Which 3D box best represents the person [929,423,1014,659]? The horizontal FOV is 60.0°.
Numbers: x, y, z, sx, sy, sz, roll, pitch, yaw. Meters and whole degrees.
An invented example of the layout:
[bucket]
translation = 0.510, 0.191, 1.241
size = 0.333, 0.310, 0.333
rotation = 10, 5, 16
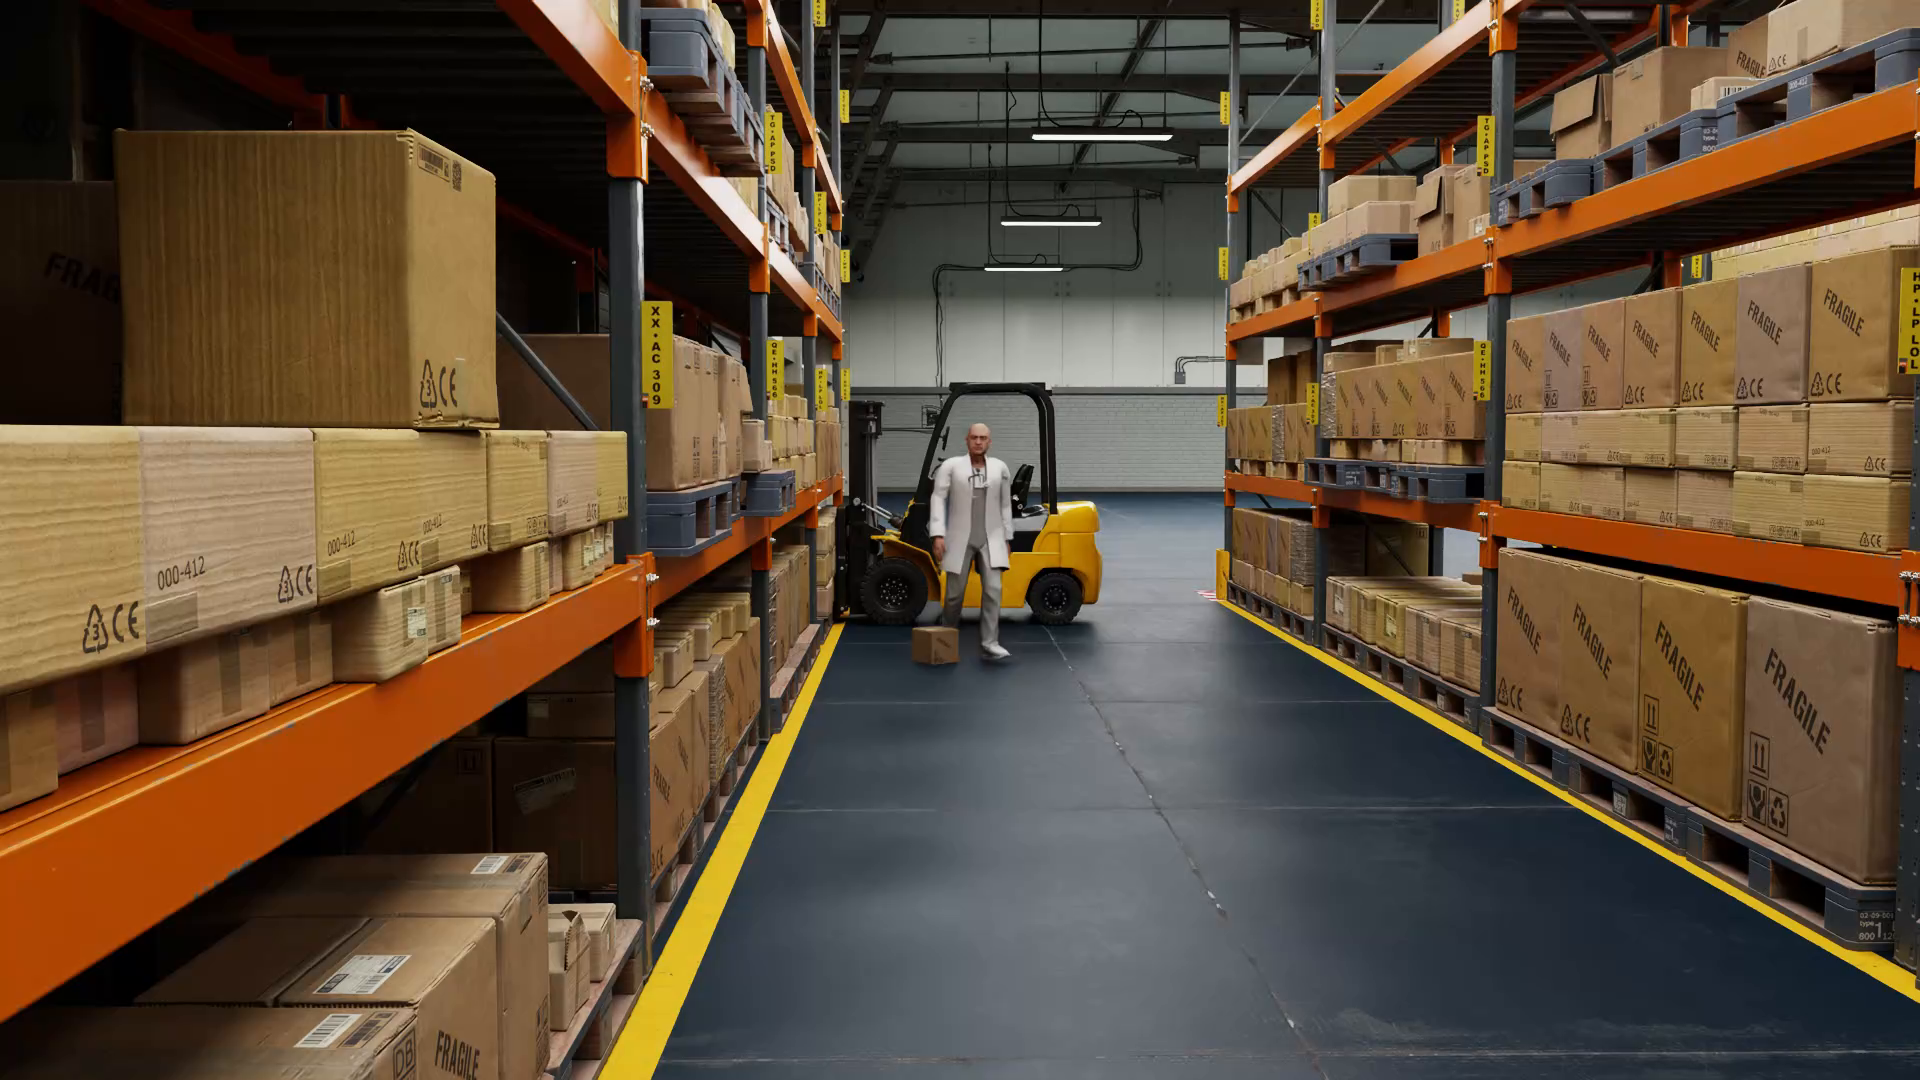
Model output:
[person]
translation = 0.077, 0.003, 12.488
size = 0.652, 1.751, 0.770
rotation = -1, 4, -8
